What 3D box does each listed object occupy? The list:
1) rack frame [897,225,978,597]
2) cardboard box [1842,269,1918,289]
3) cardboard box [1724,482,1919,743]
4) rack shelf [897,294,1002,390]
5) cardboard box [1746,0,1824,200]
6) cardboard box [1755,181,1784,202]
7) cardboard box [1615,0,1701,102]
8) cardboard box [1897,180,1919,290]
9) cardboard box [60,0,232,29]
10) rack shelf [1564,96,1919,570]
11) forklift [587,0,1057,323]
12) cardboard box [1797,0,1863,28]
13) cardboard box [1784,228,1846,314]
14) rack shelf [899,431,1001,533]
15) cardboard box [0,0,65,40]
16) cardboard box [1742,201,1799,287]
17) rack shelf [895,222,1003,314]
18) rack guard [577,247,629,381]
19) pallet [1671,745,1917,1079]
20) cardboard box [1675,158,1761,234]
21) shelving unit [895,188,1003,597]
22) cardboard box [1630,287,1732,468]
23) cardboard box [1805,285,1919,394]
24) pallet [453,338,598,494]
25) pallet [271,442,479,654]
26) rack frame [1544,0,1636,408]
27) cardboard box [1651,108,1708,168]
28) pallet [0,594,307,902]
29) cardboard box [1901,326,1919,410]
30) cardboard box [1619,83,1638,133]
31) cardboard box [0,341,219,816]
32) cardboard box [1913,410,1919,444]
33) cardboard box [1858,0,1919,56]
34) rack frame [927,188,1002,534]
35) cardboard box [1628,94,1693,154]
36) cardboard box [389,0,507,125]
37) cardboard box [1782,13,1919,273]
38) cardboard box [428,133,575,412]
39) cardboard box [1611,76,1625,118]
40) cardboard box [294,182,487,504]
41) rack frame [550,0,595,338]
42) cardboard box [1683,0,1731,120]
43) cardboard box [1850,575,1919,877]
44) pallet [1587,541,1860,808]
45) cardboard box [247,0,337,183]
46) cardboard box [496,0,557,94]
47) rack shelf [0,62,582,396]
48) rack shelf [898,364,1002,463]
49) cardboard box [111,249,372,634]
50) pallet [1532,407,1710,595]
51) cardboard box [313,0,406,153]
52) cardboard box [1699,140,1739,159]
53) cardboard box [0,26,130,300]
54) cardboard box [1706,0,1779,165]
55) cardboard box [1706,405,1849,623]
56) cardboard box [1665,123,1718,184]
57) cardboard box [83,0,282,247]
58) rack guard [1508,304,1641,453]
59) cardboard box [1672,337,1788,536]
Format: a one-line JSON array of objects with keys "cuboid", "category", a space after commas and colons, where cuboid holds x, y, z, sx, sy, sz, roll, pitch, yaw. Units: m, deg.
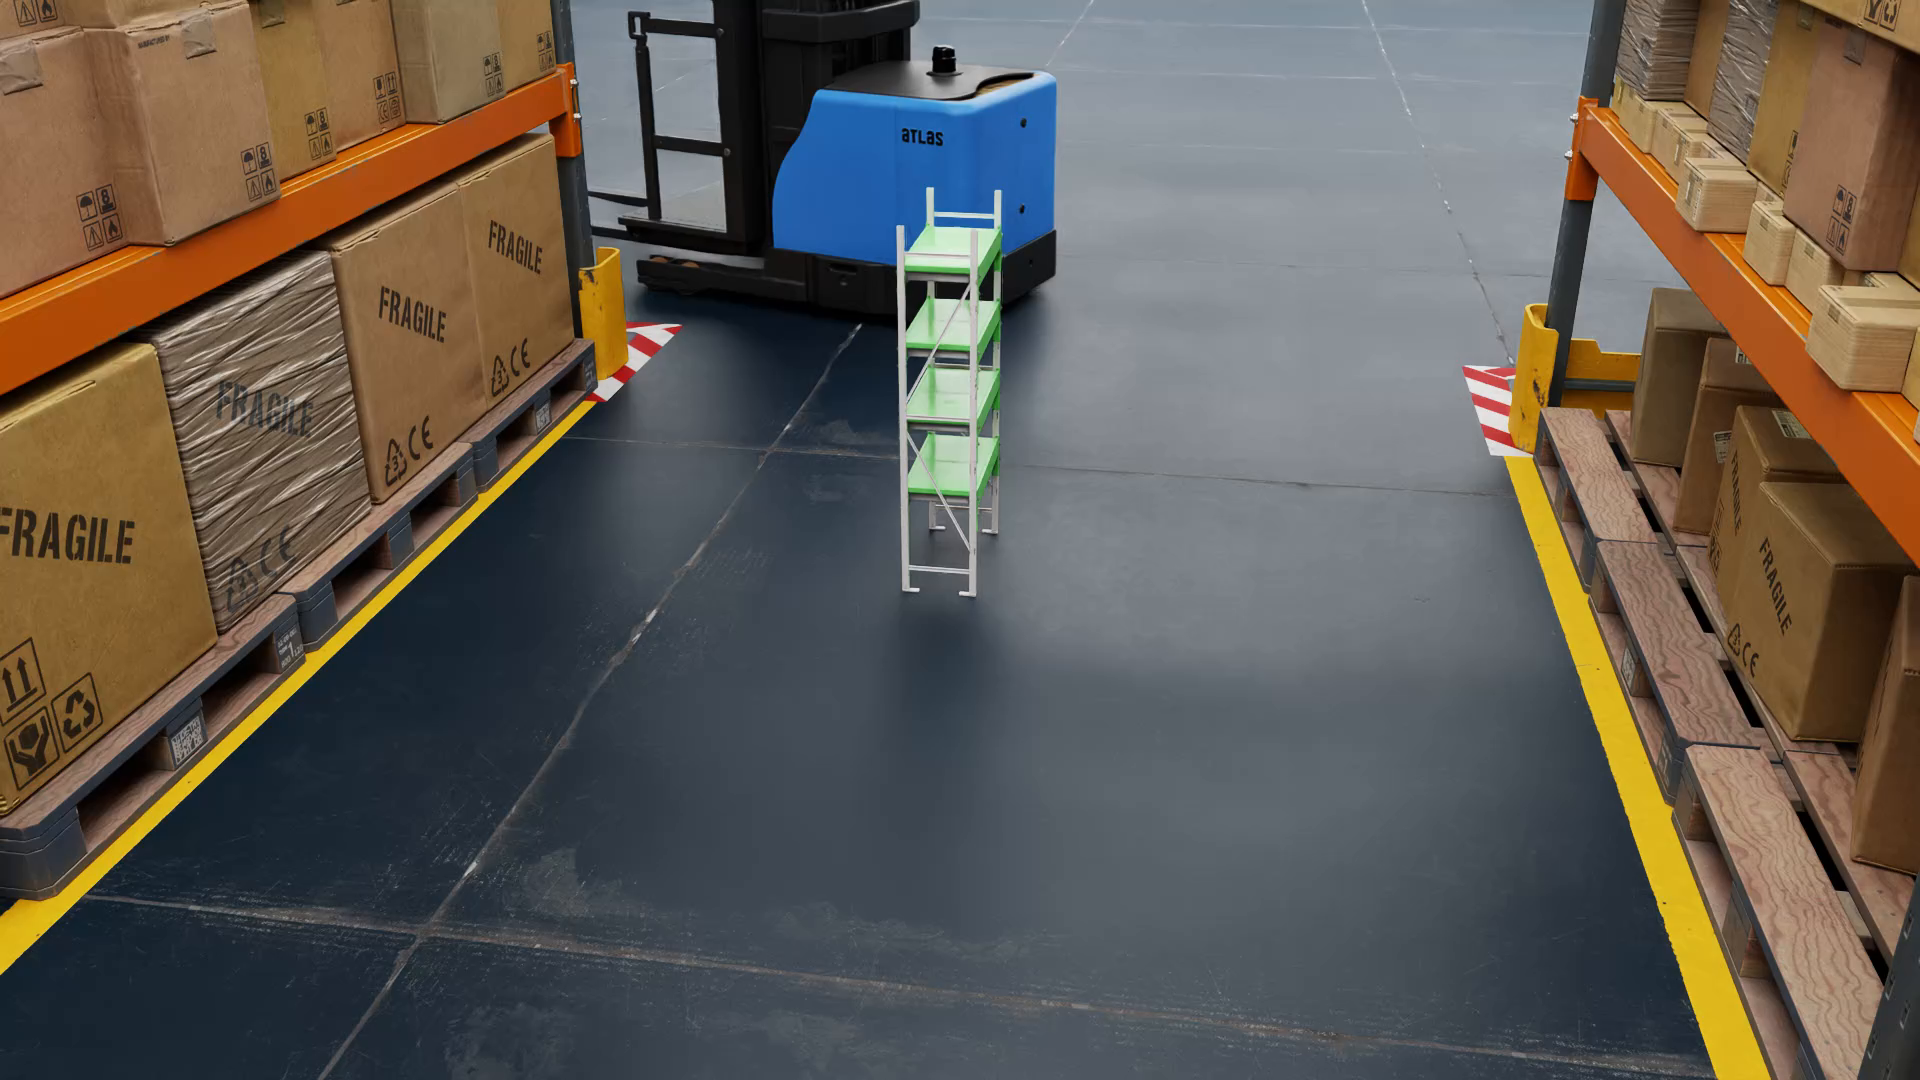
[{"cuboid": [-0.067, -0.372, 5.130, 0.240, 1.200, 0.015, 4, 25, 9], "category": "rack frame"}, {"cuboid": [2.132, -0.498, 3.572, 0.380, 0.149, 0.250, 4, 25, 9], "category": "cardboard box"}, {"cuboid": [2.350, 0.183, 4.274, 0.500, 0.500, 0.500, 2, 25, 4], "category": "cardboard box"}, {"cuboid": [-0.027, -0.634, 5.273, 0.258, 0.148, 0.480, 4, 25, 9], "category": "rack shelf"}, {"cuboid": [2.491, -1.082, 4.055, 0.875, 0.500, 0.500, 4, 25, 9], "category": "cardboard box"}, {"cuboid": [2.256, -0.812, 4.242, 0.380, 0.149, 0.250, 4, 25, 9], "category": "cardboard box"}, {"cuboid": [2.672, -1.714, 5.405, 0.875, 0.500, 0.500, 4, 25, 9], "category": "cardboard box"}, {"cuboid": [2.386, -0.660, 3.153, 0.875, 0.500, 0.500, 4, 25, 9], "category": "cardboard box"}, {"cuboid": [-2.449, -1.639, 4.262, 0.875, 0.550, 0.550, 4, 25, 9], "category": "cardboard box"}, {"cuboid": [2.462, -0.600, 4.342, 1.077, 0.370, 4.000, 4, 25, 9], "category": "rack shelf"}, {"cuboid": [-1.060, -2.741, 8.149, 3.031, 2.935, 1.130, 13, 28, 25], "category": "forklift"}, {"cuboid": [2.100, -1.348, 3.443, 0.500, 0.500, 0.500, 4, 25, 9], "category": "cardboard box"}, {"cuboid": [2.133, -0.605, 3.801, 0.380, 0.149, 0.250, 4, 25, 9], "category": "cardboard box"}, {"cuboid": [-0.027, -0.199, 5.477, 0.258, 0.148, 0.480, 4, 25, 9], "category": "rack shelf"}, {"cuboid": [-2.673, -1.422, 3.800, 0.875, 0.550, 0.550, 4, 25, 9], "category": "cardboard box"}, {"cuboid": [2.140, -0.712, 4.030, 0.380, 0.149, 0.250, 4, 25, 9], "category": "cardboard box"}, {"cuboid": [-0.027, -0.851, 5.171, 0.258, 0.148, 0.480, 4, 25, 9], "category": "rack shelf"}, {"cuboid": [-2.084, -1.026, 7.353, 1.175, 0.500, 0.348, 4, 25, 9], "category": "rack guard"}, {"cuboid": [2.210, 0.890, 3.599, 1.003, 0.211, 1.213, 4, 25, 9], "category": "pallet"}, {"cuboid": [2.166, -0.925, 4.485, 0.380, 0.149, 0.250, 4, 25, 9], "category": "cardboard box"}, {"cuboid": [-0.027, -0.474, 5.348, 0.258, 1.200, 0.503, 4, 25, 9], "category": "shelving unit"}, {"cuboid": [2.670, -0.560, 5.862, 0.500, 0.500, 0.500, 9, 27, 18], "category": "cardboard box"}, {"cuboid": [1.961, -0.403, 3.368, 0.380, 0.149, 0.250, 4, 25, 9], "category": "cardboard box"}, {"cuboid": [-2.142, -0.545, 6.666, 1.003, 0.211, 1.213, 4, 25, 9], "category": "pallet"}, {"cuboid": [-2.343, -0.037, 5.580, 1.003, 0.211, 1.213, 4, 25, 9], "category": "pallet"}, {"cuboid": [2.789, -1.762, 5.977, 1.000, 3.000, 0.127, 4, 25, 9], "category": "rack frame"}, {"cuboid": [2.371, -1.233, 5.143, 0.380, 0.149, 0.250, 4, 25, 9], "category": "cardboard box"}, {"cuboid": [-2.540, 0.475, 4.486, 1.003, 0.211, 1.213, 4, 25, 9], "category": "pallet"}, {"cuboid": [2.030, -0.290, 3.128, 0.380, 0.149, 0.250, 4, 25, 9], "category": "cardboard box"}, {"cuboid": [2.447, -1.443, 5.590, 0.380, 0.149, 0.250, 4, 25, 9], "category": "cardboard box"}, {"cuboid": [-2.570, 0.039, 4.140, 0.875, 0.875, 0.875, 4, 25, 9], "category": "cardboard box"}, {"cuboid": [1.930, -0.190, 2.914, 0.380, 0.149, 0.250, 4, 25, 9], "category": "cardboard box"}, {"cuboid": [2.017, -1.139, 2.996, 0.500, 0.500, 0.500, 4, 25, 9], "category": "cardboard box"}, {"cuboid": [0.013, -0.576, 5.566, 0.240, 1.200, 0.015, 4, 25, 9], "category": "rack frame"}, {"cuboid": [2.391, -1.339, 5.369, 0.380, 0.149, 0.250, 4, 25, 9], "category": "cardboard box"}, {"cuboid": [-2.172, -1.826, 5.937, 0.875, 0.550, 0.550, 4, 25, 9], "category": "cardboard box"}, {"cuboid": [2.368, -0.876, 3.615, 0.875, 0.500, 0.500, 4, 25, 9], "category": "cardboard box"}, {"cuboid": [-2.134, -1.088, 6.547, 0.875, 0.875, 0.875, 4, 25, 9], "category": "cardboard box"}, {"cuboid": [2.507, -1.546, 5.811, 0.380, 0.149, 0.250, 4, 25, 9], "category": "cardboard box"}, {"cuboid": [-2.276, -0.720, 5.760, 0.875, 0.875, 0.875, 4, 25, 8], "category": "cardboard box"}, {"cuboid": [-2.088, -2.148, 6.801, 1.000, 3.000, 0.127, 4, 25, 9], "category": "rack frame"}, {"cuboid": [2.708, -1.497, 4.941, 0.875, 0.500, 0.500, 4, 25, 9], "category": "cardboard box"}, {"cuboid": [2.326, 0.448, 3.708, 0.500, 0.500, 0.500, 13, 28, 25], "category": "cardboard box"}, {"cuboid": [2.407, 0.378, 4.692, 1.003, 0.211, 1.213, 4, 25, 9], "category": "pallet"}, {"cuboid": [-2.434, -1.376, 4.975, 0.875, 0.550, 0.500, 4, 25, 9], "category": "cardboard box"}, {"cuboid": [-2.104, -2.058, 6.431, 0.875, 0.550, 0.550, 4, 25, 9], "category": "cardboard box"}, {"cuboid": [-2.415, -0.986, 5.167, 1.077, 0.370, 4.000, 4, 25, 9], "category": "rack shelf"}, {"cuboid": [-0.027, -0.416, 5.375, 0.258, 0.148, 0.480, 4, 25, 9], "category": "rack shelf"}, {"cuboid": [-2.427, -0.339, 4.946, 0.875, 0.875, 0.875, 4, 25, 9], "category": "cardboard box"}, {"cuboid": [2.609, -0.130, 5.779, 1.003, 0.211, 1.213, 4, 25, 9], "category": "pallet"}, {"cuboid": [-2.388, -1.601, 5.455, 0.875, 0.550, 0.550, 4, 25, 9], "category": "cardboard box"}, {"cuboid": [2.309, -1.023, 4.693, 0.380, 0.149, 0.250, 4, 25, 9], "category": "cardboard box"}, {"cuboid": [-2.626, -0.930, 4.022, 0.875, 0.550, 0.550, 4, 25, 9], "category": "cardboard box"}, {"cuboid": [2.584, -1.291, 4.500, 0.875, 0.500, 0.500, 4, 25, 9], "category": "cardboard box"}, {"cuboid": [2.485, -0.048, 4.766, 0.500, 0.500, 0.500, 6, 26, 13], "category": "cardboard box"}, {"cuboid": [2.323, -1.129, 4.920, 0.380, 0.149, 0.250, 4, 25, 9], "category": "cardboard box"}, {"cuboid": [-2.421, -1.148, 4.487, 0.875, 0.550, 0.550, 4, 25, 9], "category": "cardboard box"}, {"cuboid": [2.776, -0.598, 6.439, 1.175, 0.500, 0.348, 4, 25, 9], "category": "rack guard"}, {"cuboid": [2.606, -0.308, 5.323, 0.500, 0.500, 0.500, 11, 27, 22], "category": "cardboard box"}]
